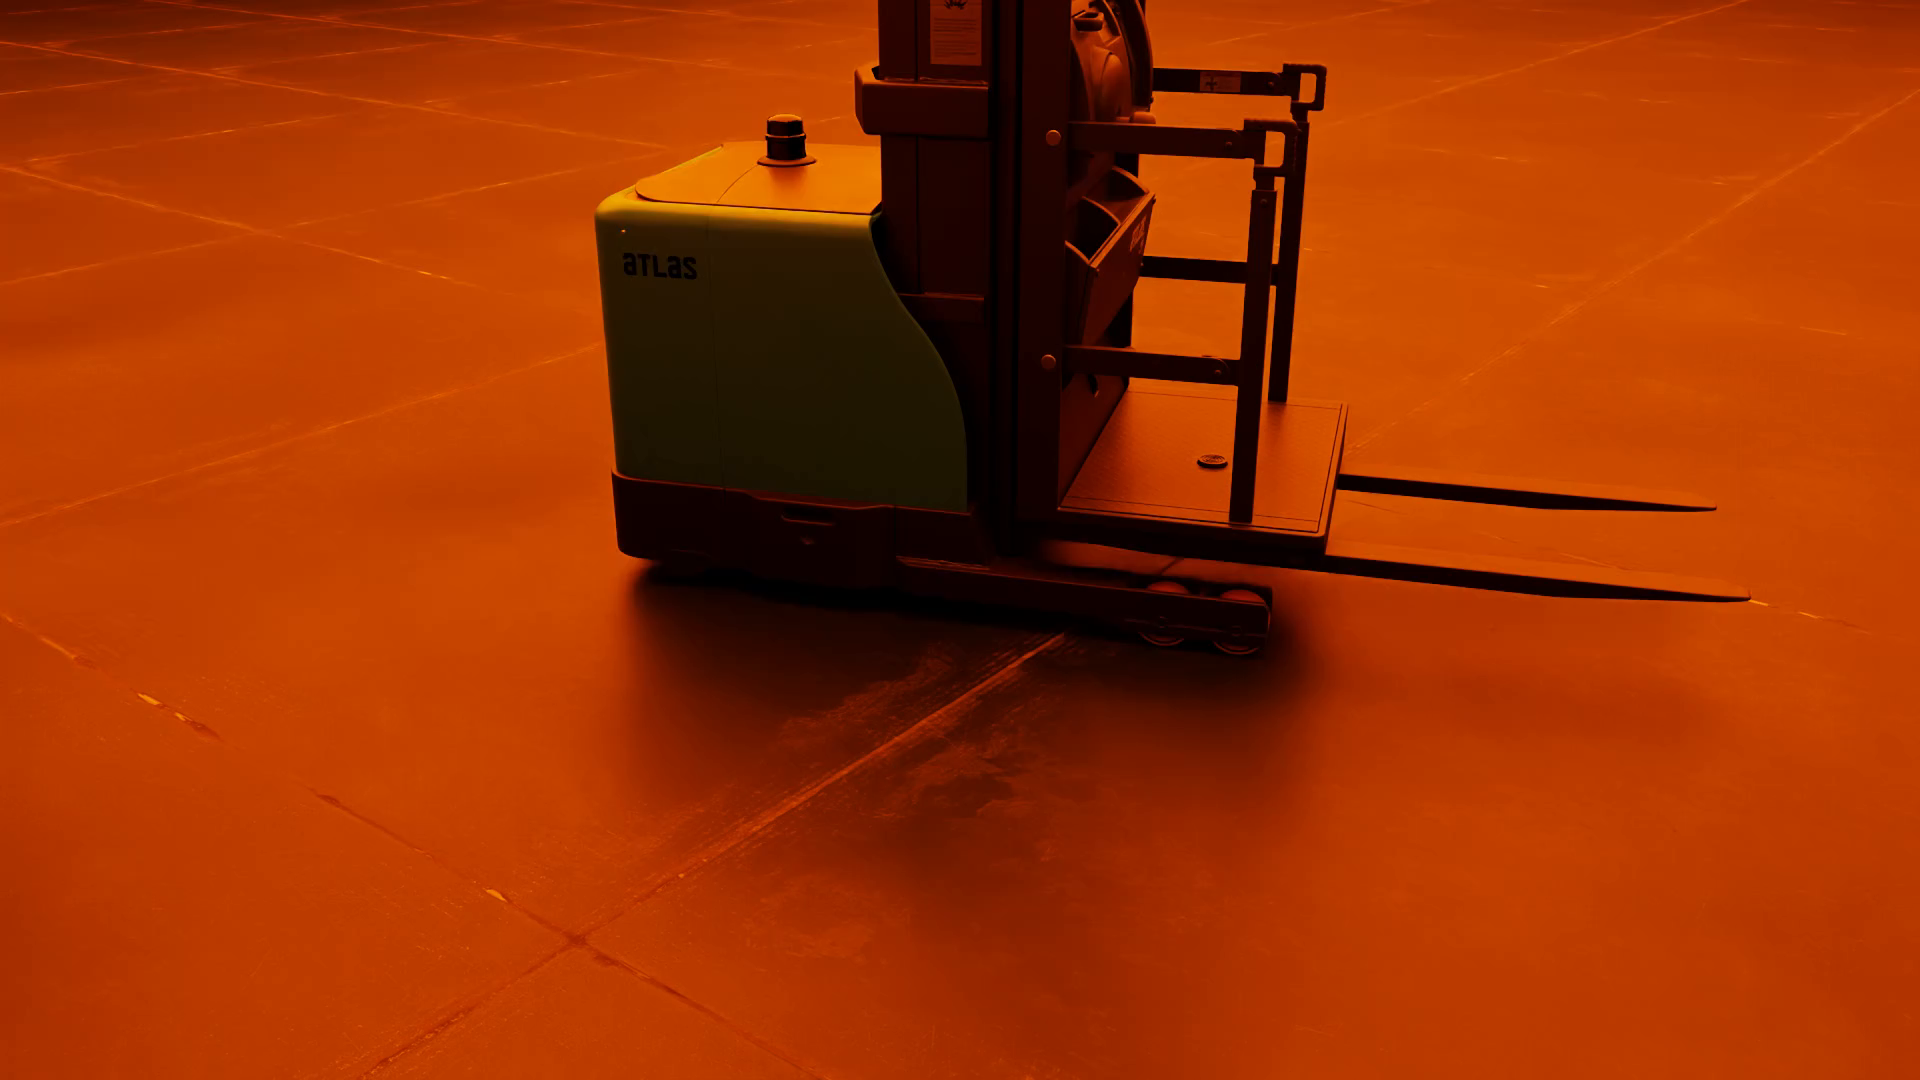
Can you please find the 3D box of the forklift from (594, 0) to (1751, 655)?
[{"bbox_3d":[0.587,-1.281,4.284,3.031,2.935,1.130,6,24,14],"label":"forklift"}]
